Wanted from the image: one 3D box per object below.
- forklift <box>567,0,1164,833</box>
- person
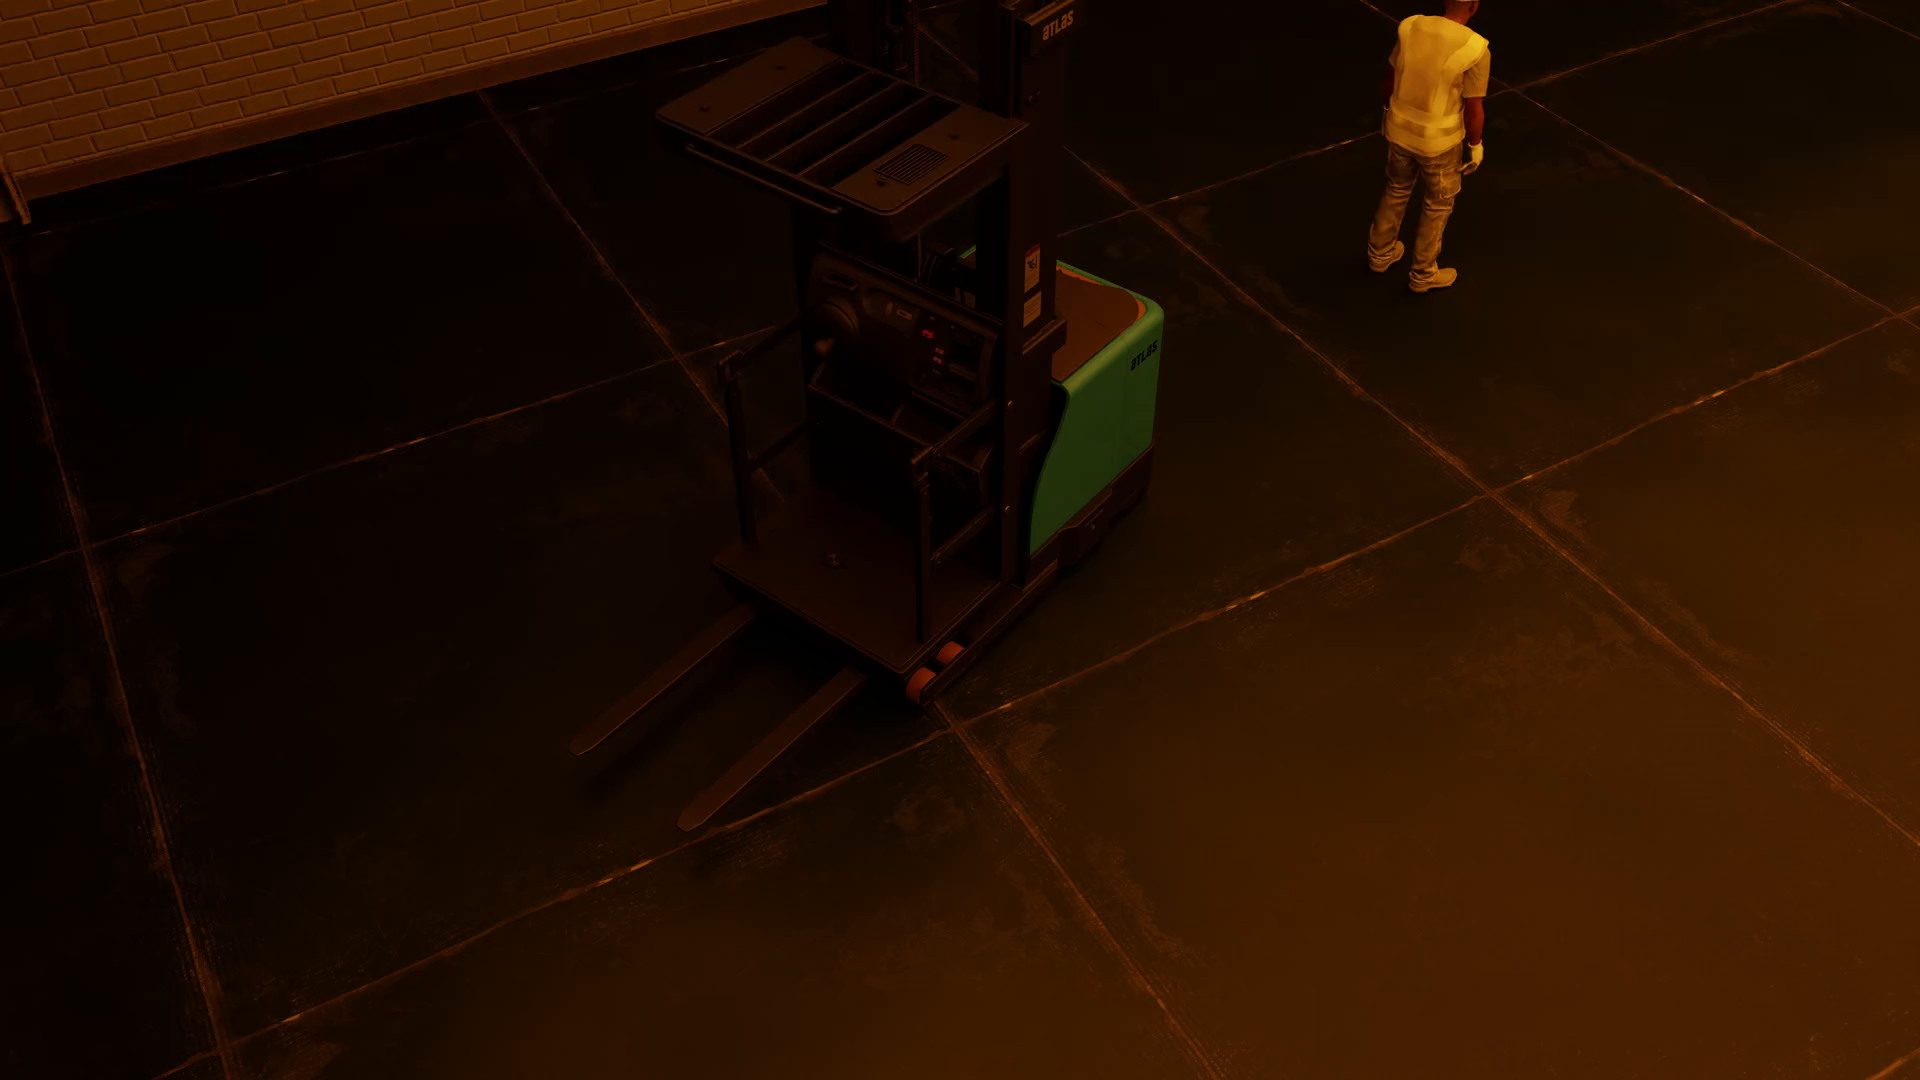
[{"bbox_3d":[-0.375,-0.749,6.505,1.130,2.935,3.031,28,50,27],"label":"forklift"},{"bbox_3d":[2.524,-2.188,8.911,0.454,1.774,0.625,-31,51,-29],"label":"person"}]
